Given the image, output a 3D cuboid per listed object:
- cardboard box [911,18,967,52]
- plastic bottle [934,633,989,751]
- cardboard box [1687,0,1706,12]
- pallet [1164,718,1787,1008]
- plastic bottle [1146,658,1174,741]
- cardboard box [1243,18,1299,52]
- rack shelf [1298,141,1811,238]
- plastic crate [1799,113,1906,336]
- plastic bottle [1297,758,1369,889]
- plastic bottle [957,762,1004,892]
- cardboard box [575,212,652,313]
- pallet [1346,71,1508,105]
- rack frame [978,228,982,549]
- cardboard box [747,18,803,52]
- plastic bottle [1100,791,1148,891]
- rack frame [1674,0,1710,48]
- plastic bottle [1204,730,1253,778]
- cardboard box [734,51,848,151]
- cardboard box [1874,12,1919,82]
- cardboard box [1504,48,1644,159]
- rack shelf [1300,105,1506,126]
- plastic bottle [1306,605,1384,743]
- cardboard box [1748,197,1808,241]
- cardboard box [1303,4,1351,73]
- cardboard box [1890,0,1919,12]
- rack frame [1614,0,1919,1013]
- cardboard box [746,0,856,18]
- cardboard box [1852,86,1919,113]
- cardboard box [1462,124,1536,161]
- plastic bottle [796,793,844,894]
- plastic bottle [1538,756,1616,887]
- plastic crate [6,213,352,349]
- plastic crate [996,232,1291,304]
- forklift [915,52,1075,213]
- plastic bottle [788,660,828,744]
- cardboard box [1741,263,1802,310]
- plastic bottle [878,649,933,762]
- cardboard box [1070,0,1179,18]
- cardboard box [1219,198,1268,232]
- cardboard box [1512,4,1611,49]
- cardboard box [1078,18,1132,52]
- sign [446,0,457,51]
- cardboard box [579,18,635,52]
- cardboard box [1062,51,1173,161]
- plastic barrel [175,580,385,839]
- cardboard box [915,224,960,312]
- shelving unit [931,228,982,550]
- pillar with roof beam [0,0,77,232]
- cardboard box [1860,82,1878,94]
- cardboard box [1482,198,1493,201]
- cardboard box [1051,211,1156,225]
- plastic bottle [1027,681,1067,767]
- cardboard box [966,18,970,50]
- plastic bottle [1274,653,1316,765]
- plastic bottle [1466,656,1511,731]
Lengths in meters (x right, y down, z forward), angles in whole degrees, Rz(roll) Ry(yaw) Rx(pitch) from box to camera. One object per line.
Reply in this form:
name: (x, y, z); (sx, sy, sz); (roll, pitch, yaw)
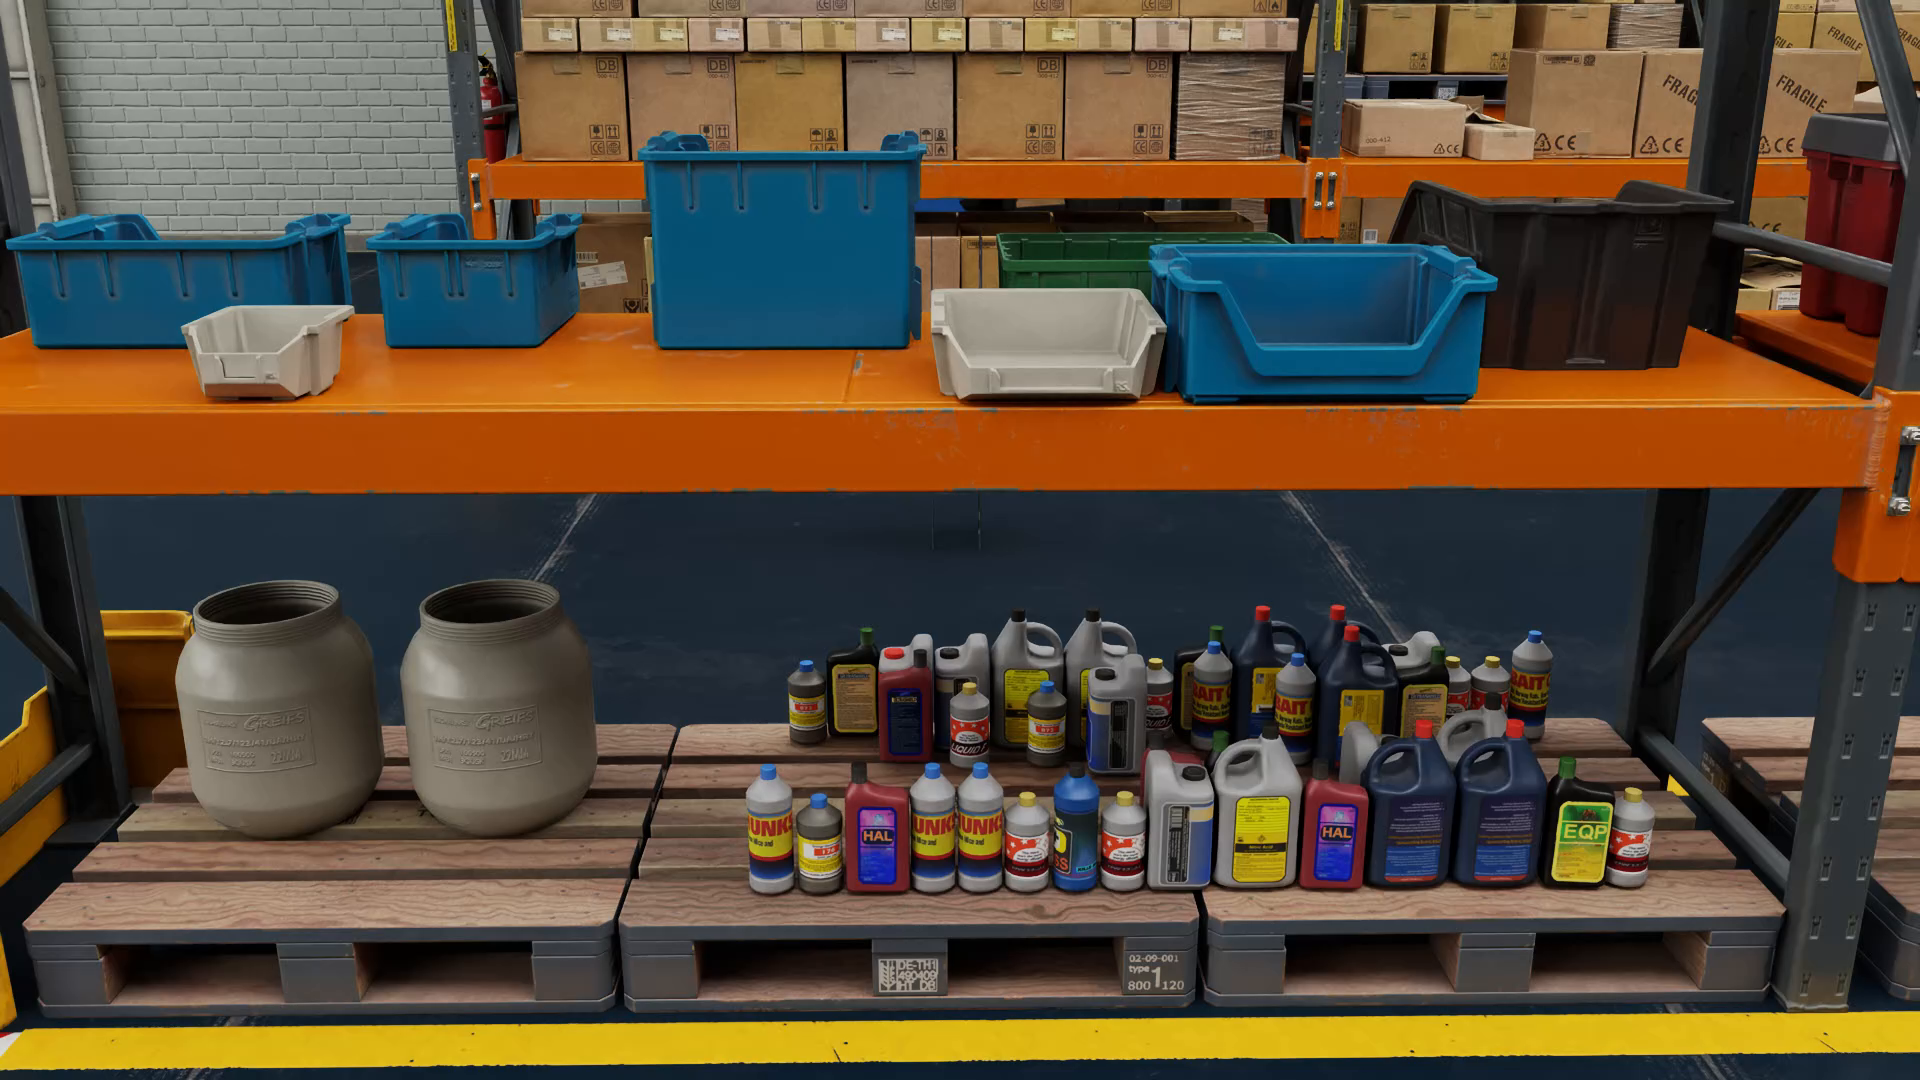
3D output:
cardboard box: (-0.096, -2.388, 7.856); (0.250, 0.149, 0.380); (0, 18, 1)
plastic bottle: (0.003, 0.377, 4.201); (0.135, 0.276, 0.152); (-1, 18, -2)
cardboard box: (6.074, -4.276, 13.055); (0.500, 0.250, 0.500); (0, 18, 1)
pallet: (1.110, 0.725, 3.943); (1.213, 0.211, 1.003); (0, 18, -1)
plastic bottle: (0.496, 0.402, 4.246); (0.097, 0.201, 0.097); (0, 18, 0)
cardboard box: (1.439, -2.396, 7.881); (0.250, 0.149, 0.380); (0, 18, -1)
rack shelf: (3.707, -1.774, 8.343); (4.000, 0.370, 1.077); (0, 18, -1)
plastic crate: (2.261, -0.720, 3.776); (0.583, 0.464, 0.402); (0, 18, -1)
plastic bottle: (0.788, 0.596, 3.506); (0.133, 0.283, 0.061); (1, 18, 3)
plastic bottle: (0.043, 0.600, 3.514); (0.097, 0.271, 0.097); (0, 18, 0)
cardboard box: (-1.761, -1.428, 8.676); (0.500, 0.500, 0.500); (0, 18, -1)
pallet: (3.646, -3.525, 12.940); (1.213, 0.211, 1.003); (0, 18, -1)
rack frame: (0.077, -0.572, 6.365); (0.006, 1.200, 0.240); (0, 18, -1)
cardboard box: (-0.864, -2.385, 7.847); (0.250, 0.149, 0.380); (-1, 18, -3)
plastic bottle: (0.347, 0.632, 3.529); (0.097, 0.201, 0.097); (0, 18, 0)
rack frame: (5.625, -3.639, 12.980); (0.127, 3.000, 1.000); (0, 18, -1)
plastic bottle: (0.600, 0.553, 3.640); (0.133, 0.283, 0.061); (0, 18, -1)
cardboard box: (-0.804, -2.138, 8.137); (0.500, 0.500, 0.700); (0, 18, 0)
cardboard box: (7.135, -3.763, 12.685); (0.500, 0.500, 0.500); (0, 18, -1)
cardboard box: (3.002, -2.155, 8.192); (0.500, 0.500, 0.500); (1, 18, 3)
rack shelf: (3.625, -3.286, 13.060); (4.000, 0.370, 1.077); (0, 18, -1)
plastic bottle: (0.968, 0.335, 4.208); (0.185, 0.351, 0.144); (0, 18, 1)
cardboard box: (6.362, -2.778, 13.130); (0.750, 0.750, 0.750); (-1, 18, -2)
cardboard box: (2.694, -3.869, 12.814); (0.500, 0.500, 0.700); (2, 18, 5)
cardboard box: (7.120, -4.124, 12.583); (0.500, 0.250, 0.500); (0, 18, 0)
rack frame: (1.782, -0.594, 3.487); (0.127, 3.000, 1.000); (0, 18, -1)
cardboard box: (-0.742, -2.758, 7.947); (0.500, 0.500, 0.700); (0, 18, -1)
cardboard box: (4.810, -2.138, 8.448); (0.500, 0.311, 0.500); (0, 18, -2)
cardboard box: (2.597, -1.929, 8.060); (0.250, 0.149, 0.380); (0, 18, -1)
plastic bottle: (-0.296, 0.635, 3.519); (0.097, 0.201, 0.097); (0, 18, 0)
plastic bottle: (1.306, 0.593, 3.514); (0.133, 0.283, 0.061); (1, 18, 2)
plastic crate: (-1.722, -0.597, 3.742); (0.616, 0.251, 0.499); (0, 18, -1)
plastic crate: (0.420, -0.572, 3.768); (0.662, 0.188, 0.450); (0, 18, -1)
forklift: (0.218, -2.906, 10.810); (3.031, 2.935, 1.130); (-12, 21, -32)
plastic bottle: (-0.388, 0.406, 4.232); (0.097, 0.201, 0.097); (0, 18, 0)
cardboard box: (4.163, -1.200, 8.272); (0.500, 0.311, 0.500); (0, 18, -1)
plastic bottle: (-0.134, 0.407, 4.096); (0.133, 0.283, 0.061); (0, 18, -1)
cardboard box: (0.759, -2.765, 7.968); (0.500, 0.500, 0.700); (0, 18, -1)
cardboard box: (2.361, -2.647, 13.261); (0.500, 0.500, 0.700); (0, 18, 1)
cardboard box: (4.597, -3.879, 12.847); (0.500, 0.500, 0.700); (-2, 18, -6)
cardboard box: (0.667, -2.392, 7.868); (0.250, 0.149, 0.380); (0, 18, -1)
sign: (-2.289, -2.368, 7.470); (0.005, 0.325, 0.100); (0, 18, -1)
cardboard box: (-1.632, -2.382, 7.836); (0.250, 0.149, 0.380); (-1, 18, -2)
cardboard box: (0.737, -2.145, 8.161); (0.500, 0.500, 0.700); (0, 18, -1)
plastic barrel: (-1.561, 0.384, 3.826); (0.421, 0.512, 0.421); (0, 18, 0)
cardboard box: (-0.253, -1.276, 8.201); (0.500, 0.500, 0.500); (0, 18, -1)
shelving unit: (-0.014, -0.571, 6.364); (0.189, 1.200, 0.258); (0, 18, -1)
pillar with roof beam: (-7.619, -5.381, 8.588); (0.400, 9.000, 9.100); (0, 18, -1)
cardboard box: (6.986, -3.476, 12.852); (0.250, 0.149, 0.380); (0, 18, 0)
cardboard box: (3.893, -2.660, 13.302); (0.500, 0.500, 0.700); (0, 18, -1)
cardboard box: (0.739, -1.443, 8.721); (0.500, 0.500, 0.500); (0, 18, -1)
plastic bottle: (0.214, 0.447, 4.104); (0.097, 0.201, 0.097); (0, 18, 0)
cardboard box: (0.147, -2.513, 8.246); (0.250, 0.149, 0.380); (-1, 18, -2)
plastic bottle: (0.825, 0.411, 4.103); (0.097, 0.271, 0.097); (0, 18, 0)
plastic bottle: (1.355, 0.398, 4.259); (0.097, 0.201, 0.097); (0, 18, 0)
